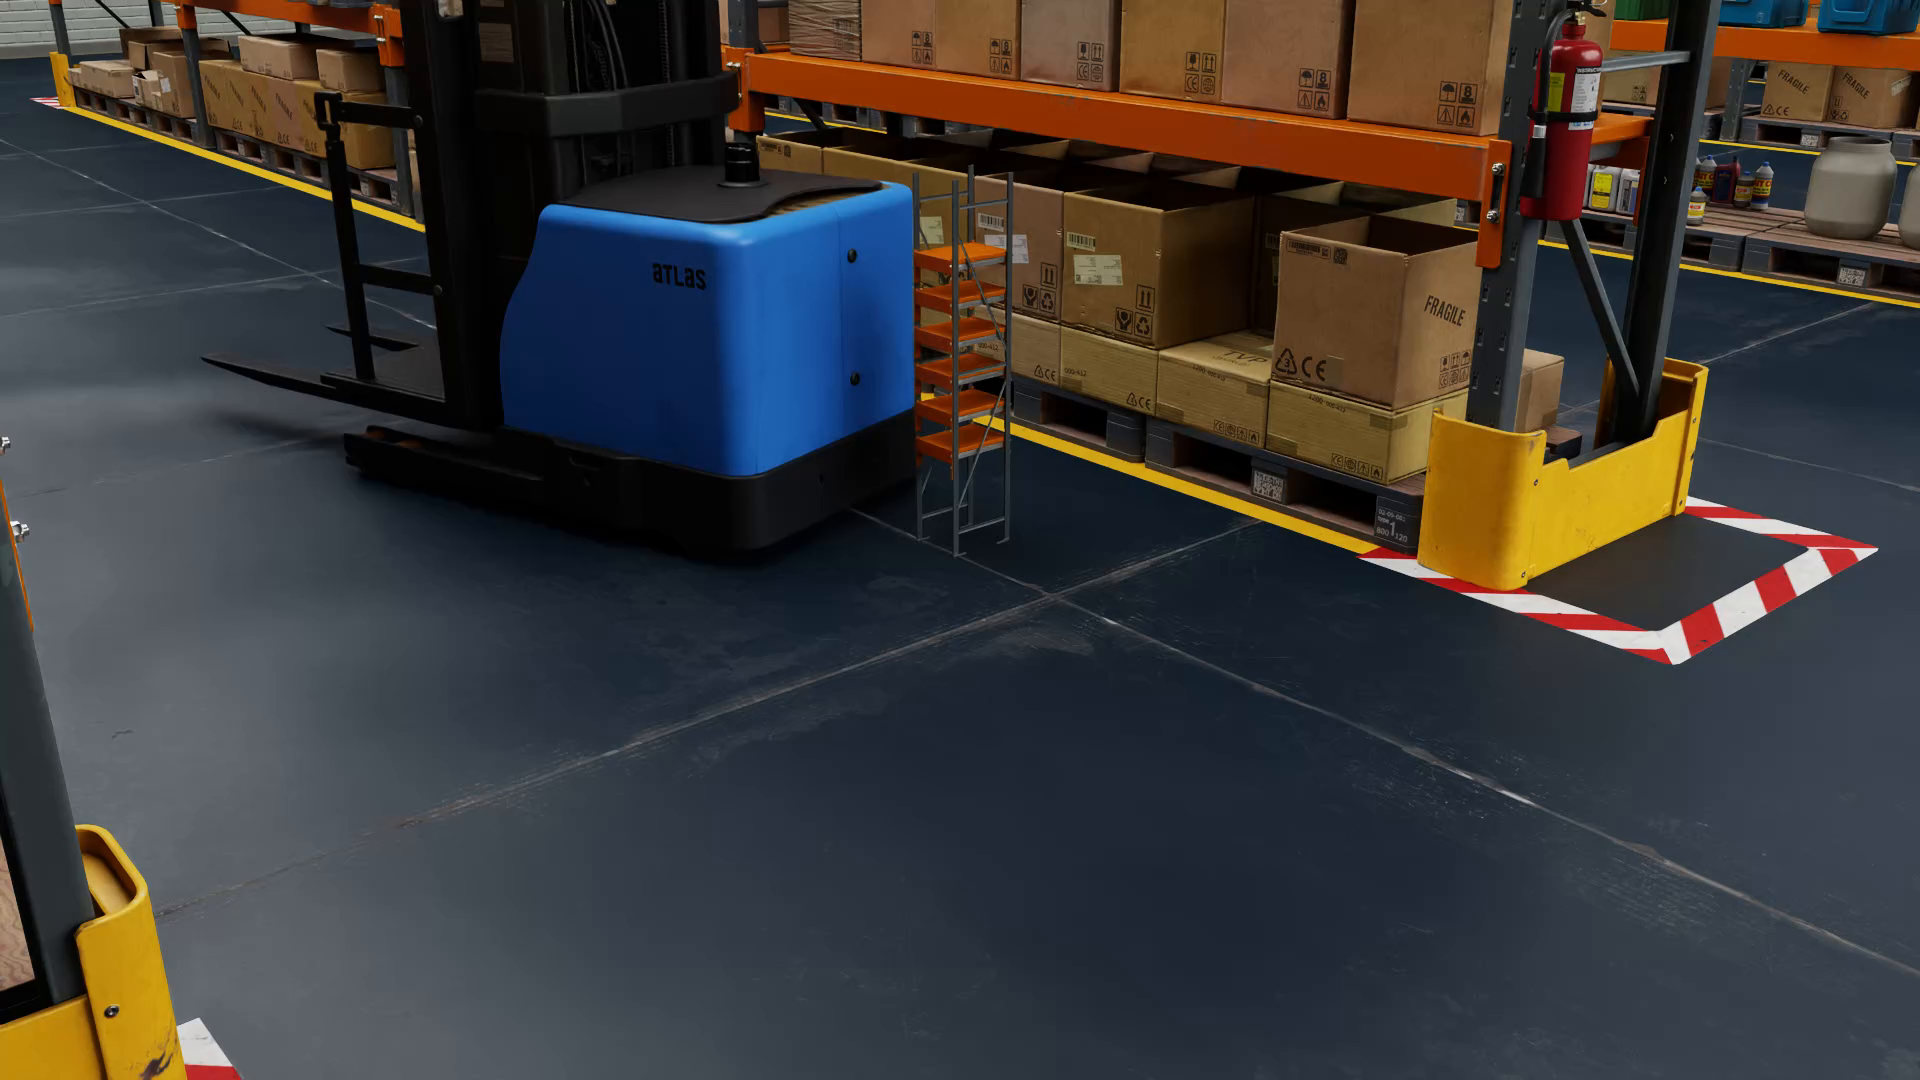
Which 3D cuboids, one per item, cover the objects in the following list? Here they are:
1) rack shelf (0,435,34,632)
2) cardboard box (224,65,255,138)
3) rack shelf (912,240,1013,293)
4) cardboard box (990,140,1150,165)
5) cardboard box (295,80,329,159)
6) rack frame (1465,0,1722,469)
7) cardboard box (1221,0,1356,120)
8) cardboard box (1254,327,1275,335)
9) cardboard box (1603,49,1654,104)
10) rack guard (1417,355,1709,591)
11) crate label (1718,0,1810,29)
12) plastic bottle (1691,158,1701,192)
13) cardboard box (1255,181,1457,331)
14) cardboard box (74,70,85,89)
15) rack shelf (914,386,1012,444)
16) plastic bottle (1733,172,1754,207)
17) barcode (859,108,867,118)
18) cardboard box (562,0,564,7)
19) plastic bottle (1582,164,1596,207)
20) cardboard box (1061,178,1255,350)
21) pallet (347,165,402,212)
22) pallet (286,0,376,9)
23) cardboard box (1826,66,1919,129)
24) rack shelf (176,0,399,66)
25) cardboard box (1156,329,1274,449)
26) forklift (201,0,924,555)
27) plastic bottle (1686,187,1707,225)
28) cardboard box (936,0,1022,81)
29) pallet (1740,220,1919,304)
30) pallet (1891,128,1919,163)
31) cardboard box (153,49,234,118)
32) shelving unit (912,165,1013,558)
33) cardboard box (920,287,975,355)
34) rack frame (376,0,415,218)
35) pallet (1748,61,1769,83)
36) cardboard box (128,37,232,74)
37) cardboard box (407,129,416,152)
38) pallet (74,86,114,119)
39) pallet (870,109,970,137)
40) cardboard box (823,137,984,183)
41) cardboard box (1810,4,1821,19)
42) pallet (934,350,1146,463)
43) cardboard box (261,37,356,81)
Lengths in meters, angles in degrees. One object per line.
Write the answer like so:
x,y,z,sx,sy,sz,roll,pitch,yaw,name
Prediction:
-3.087,-0.461,3.535,1.077,0.370,4.000,-17,27,-37,rack shelf
-5.376,-3.444,12.988,0.500,0.500,0.500,-17,27,-37,cardboard box
0.009,-0.849,5.140,0.258,0.103,0.180,-17,27,-37,rack shelf
0.473,-1.439,7.212,0.500,0.500,0.500,-17,27,-37,cardboard box
-4.379,-3.021,11.907,0.500,0.500,0.500,-19,28,-39,cardboard box
1.969,-1.424,5.006,1.000,3.000,0.127,-17,27,-37,rack frame
1.328,-1.746,5.693,0.700,0.500,0.500,-17,27,-36,cardboard box
1.459,-0.677,6.295,0.500,0.250,0.500,-17,27,-37,cardboard box
6.184,-4.238,15.016,0.700,0.500,0.500,-18,27,-38,cardboard box
1.985,-0.253,5.445,1.175,0.500,0.348,-17,27,-37,rack guard
4.318,-3.063,9.142,0.502,0.435,0.616,-17,27,-37,crate label
4.488,-2.234,10.212,0.097,0.271,0.097,0,21,0,plastic bottle
1.460,-1.027,6.159,0.500,0.500,0.500,-17,27,-37,cardboard box
-8.299,-4.463,16.049,0.380,0.166,0.250,-17,27,-37,cardboard box
0.009,-0.402,5.315,0.258,0.103,0.180,-17,27,-37,rack shelf
4.709,-2.108,9.986,0.097,0.201,0.097,0,21,0,plastic bottle
-0.493,-2.187,8.462,0.001,0.075,0.075,-17,27,-37,barcode
-2.145,-3.221,9.458,0.500,0.500,0.500,-19,29,-40,cardboard box
3.726,-2.187,9.984,0.144,0.351,0.185,-18,27,-38,plastic bottle
0.730,-1.038,6.188,0.500,0.500,0.500,-17,27,-37,cardboard box
-3.711,-2.551,11.708,1.003,0.211,1.213,-17,27,-37,pallet
-3.748,-3.715,11.120,1.213,0.211,1.003,-17,27,-37,pallet
7.476,-3.641,13.520,0.500,0.500,0.500,-9,23,-21,cardboard box
-4.558,-3.852,12.191,1.077,0.370,4.000,-17,27,-37,rack shelf
1.060,-0.552,5.975,0.500,0.250,0.500,-17,27,-37,cardboard box
-1.644,-1.709,5.828,3.031,2.935,1.130,13,25,30,forklift
4.193,-1.907,9.473,0.097,0.201,0.097,0,21,0,plastic bottle
0.326,-2.171,6.776,0.700,0.500,0.500,-17,27,-37,cardboard box
5.113,-1.539,9.124,1.003,0.211,1.213,-17,27,-37,pallet
8.131,-3.073,13.042,1.003,0.211,1.213,-17,27,-37,pallet
-6.451,-3.870,14.076,0.500,0.500,0.500,-17,27,-37,cardboard box
0.009,-0.555,5.255,0.258,1.200,0.189,-17,27,-37,shelving unit
0.076,-0.965,7.030,0.500,0.250,0.500,-17,27,-37,cardboard box
-3.253,-3.634,10.650,1.000,3.000,0.127,-17,27,-37,rack frame
9.328,-5.273,18.658,1.003,0.211,1.213,-17,27,-37,pallet
-7.094,-4.300,15.168,0.797,0.503,0.637,-17,27,-37,cardboard box
-3.133,-2.596,10.424,0.500,0.311,0.500,-16,27,-36,cardboard box
-7.904,-4.305,16.186,1.003,0.211,1.213,-17,27,-37,pallet
-0.044,-3.722,14.697,1.003,0.211,1.213,-17,27,-37,pallet
-0.244,-1.454,7.251,0.500,0.500,0.500,-17,27,-37,cardboard box
9.589,-5.605,18.189,1.050,0.750,0.750,-17,27,-37,cardboard box
0.646,-0.664,6.889,1.003,0.211,1.213,-17,27,-37,pallet
-4.752,-3.523,12.162,0.500,0.250,0.500,-18,28,-38,cardboard box
